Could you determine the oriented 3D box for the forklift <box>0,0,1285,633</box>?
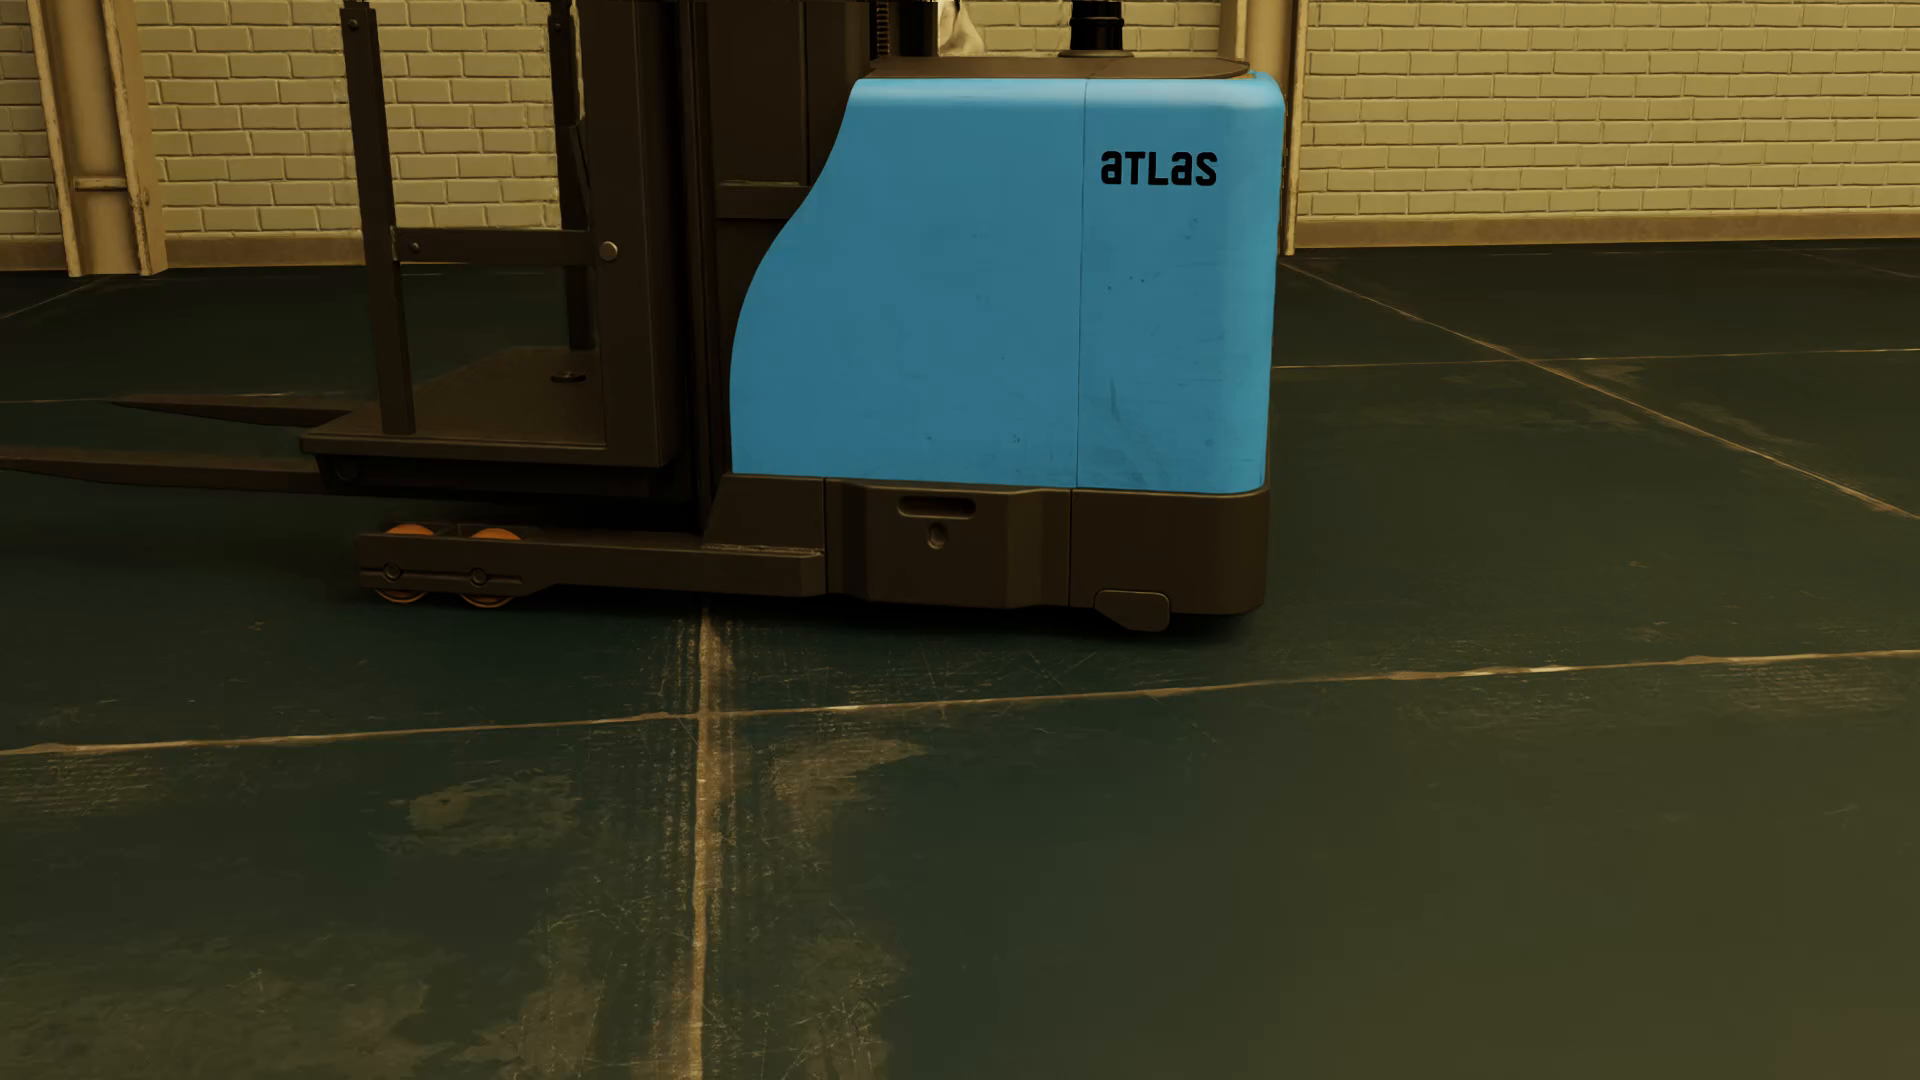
[{"bbox_3d":[-0.816,-1.406,3.552,3.031,2.935,1.130,3,17,9],"label":"forklift"}]

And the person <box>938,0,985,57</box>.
[{"bbox_3d":[-0.137,-1.071,4.934,0.418,1.566,0.725,1,17,2],"label":"person"}]
